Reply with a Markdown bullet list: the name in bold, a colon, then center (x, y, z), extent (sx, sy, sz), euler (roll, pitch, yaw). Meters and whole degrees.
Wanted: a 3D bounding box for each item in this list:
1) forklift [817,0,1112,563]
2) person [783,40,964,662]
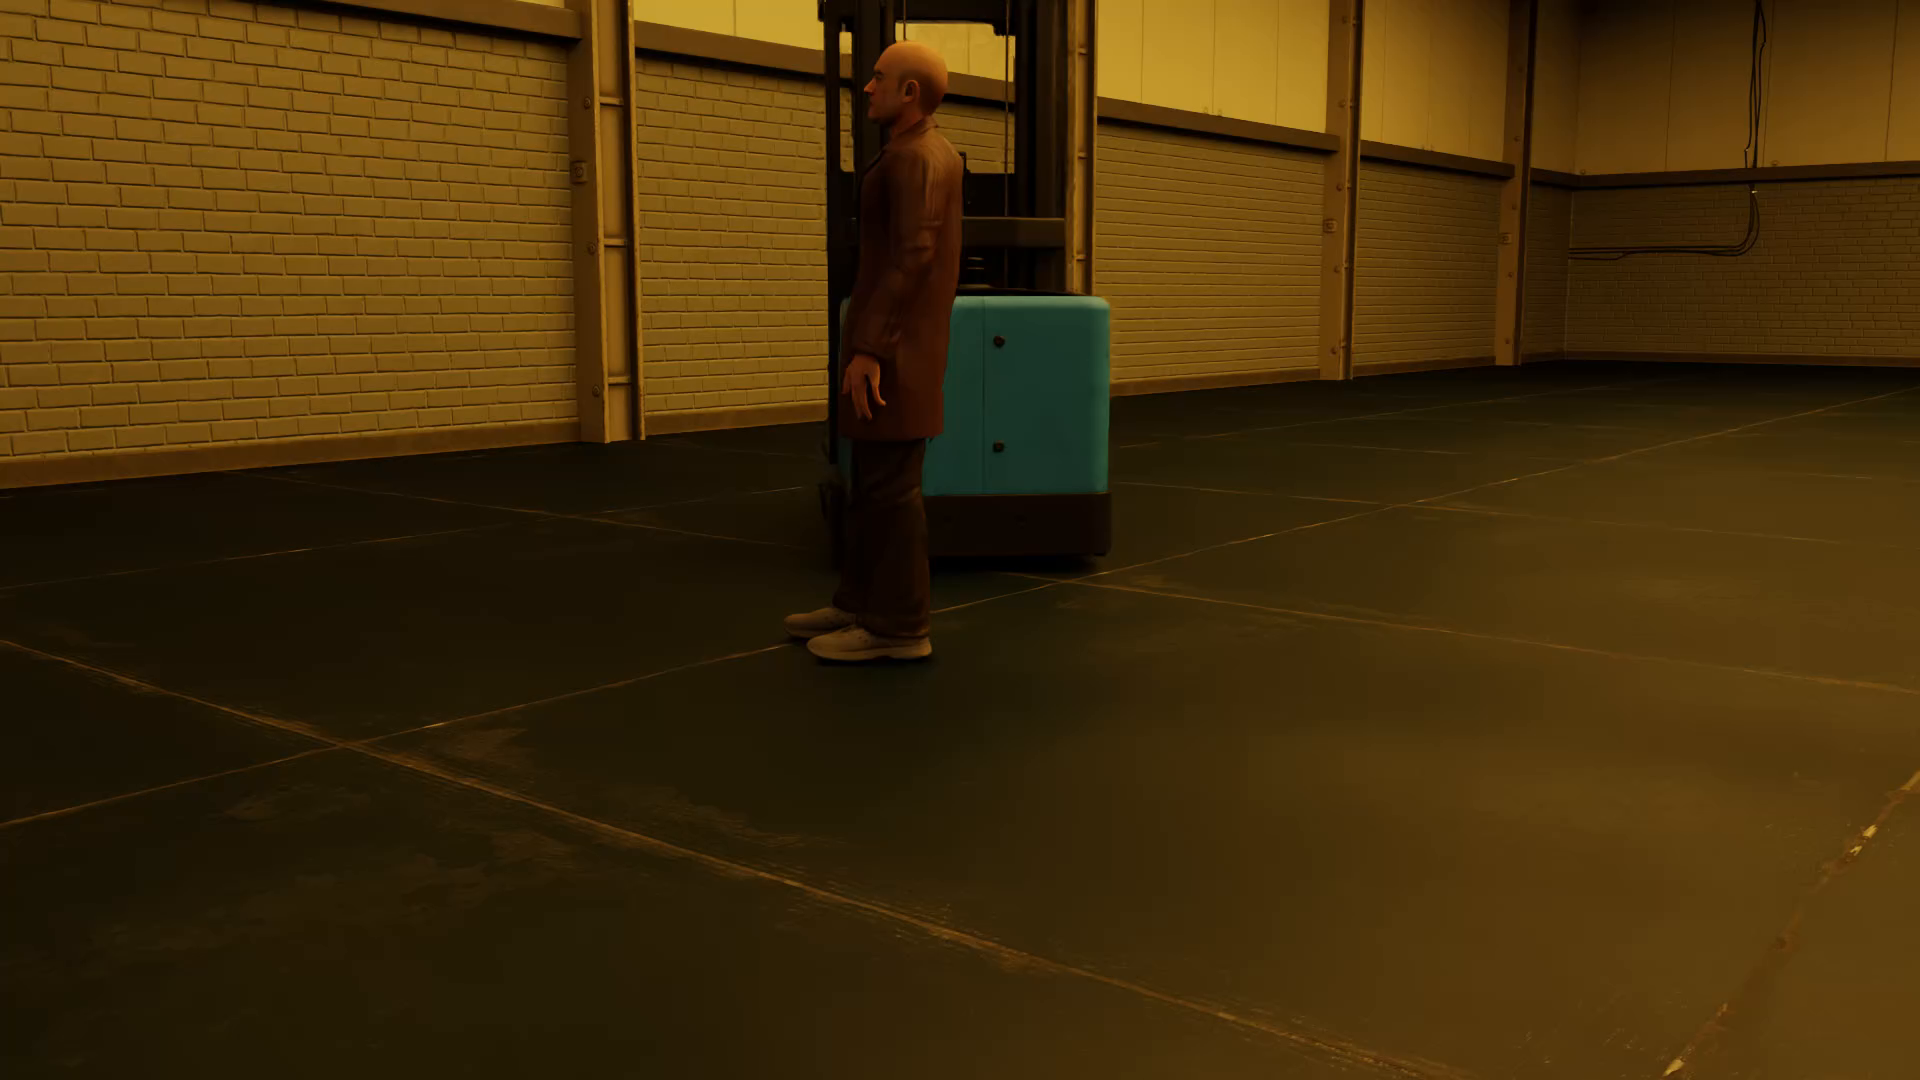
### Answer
- **forklift**: center (-0.093, -1.534, 7.762), extent (1.130, 2.935, 3.031), euler (-1, 8, -7)
- **person**: center (-0.290, -0.531, 4.861), extent (0.582, 1.779, 0.705), euler (1, 8, 4)
